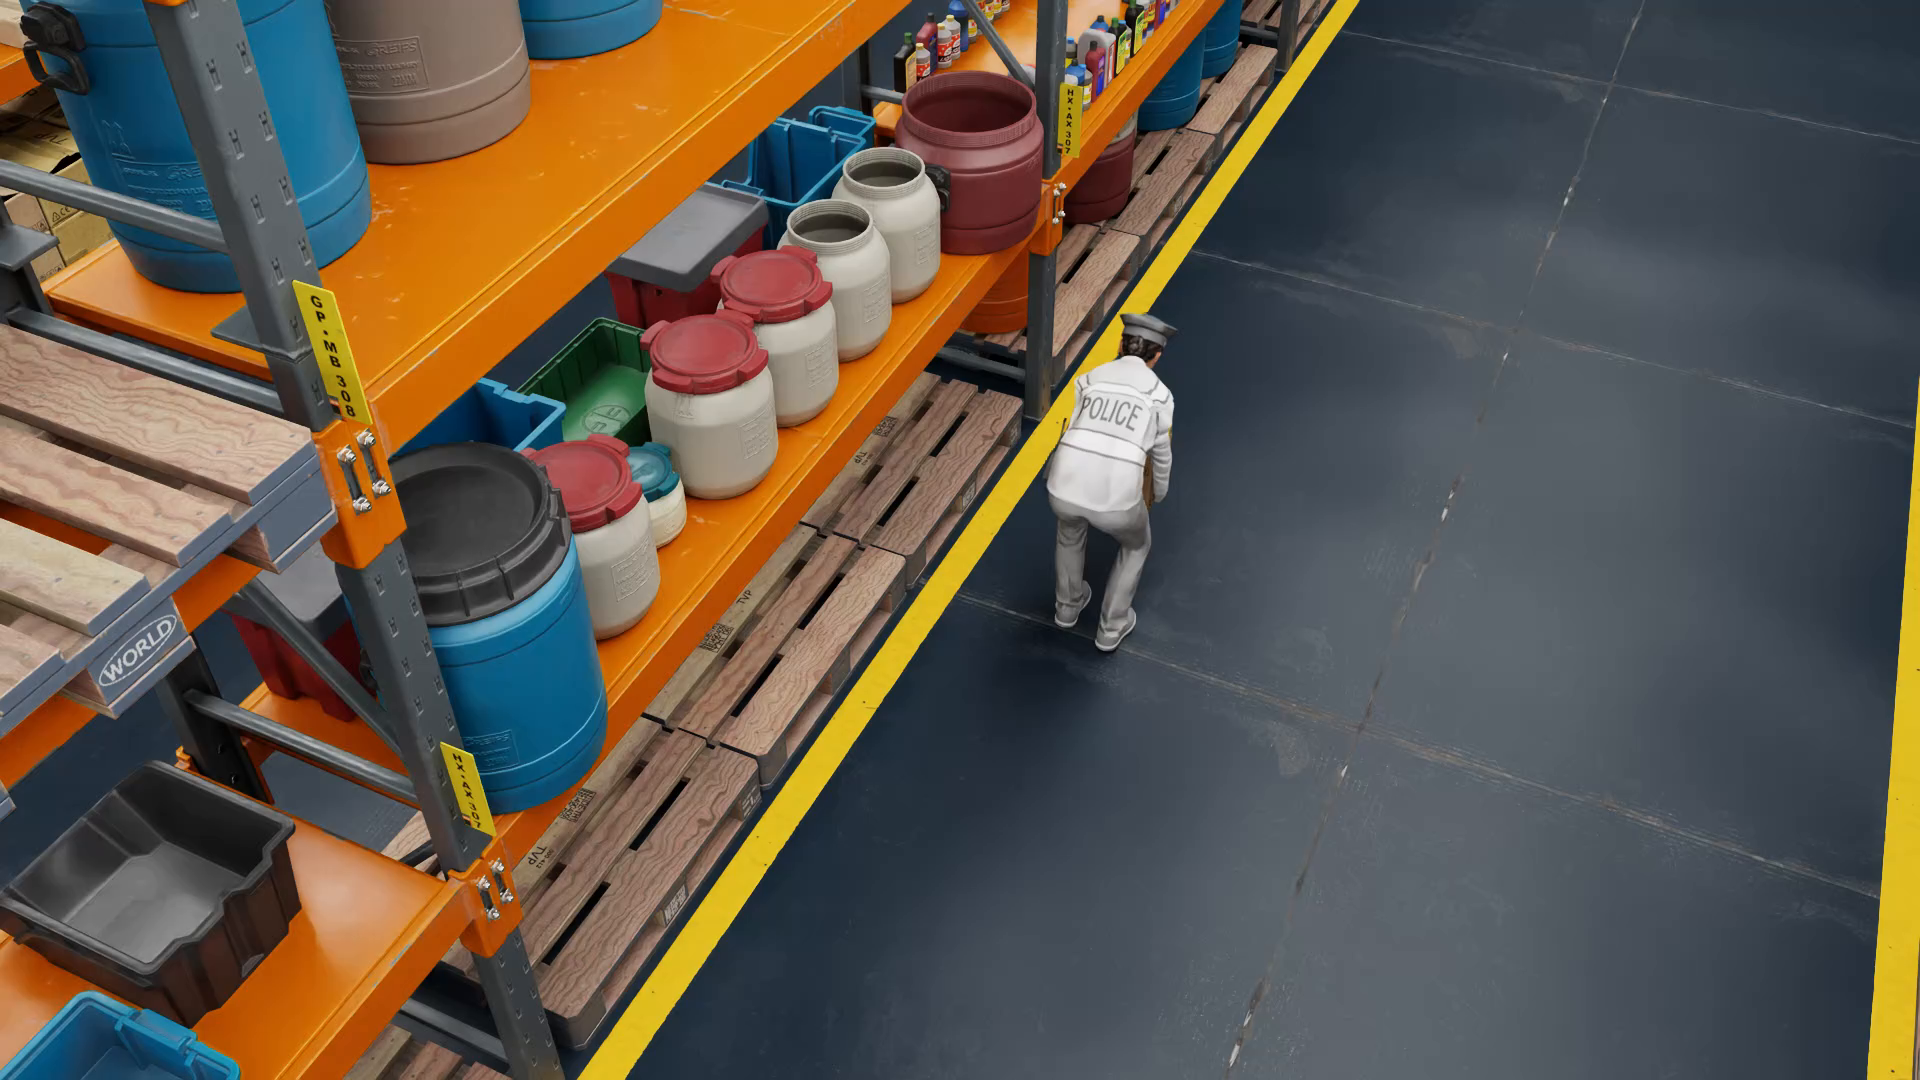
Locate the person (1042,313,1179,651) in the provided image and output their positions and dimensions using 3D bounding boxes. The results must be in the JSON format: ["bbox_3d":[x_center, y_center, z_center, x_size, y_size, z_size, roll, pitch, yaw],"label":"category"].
[{"bbox_3d":[0.623,-0.238,6.722,0.423,1.266,0.889,16,45,17],"label":"person"}]
